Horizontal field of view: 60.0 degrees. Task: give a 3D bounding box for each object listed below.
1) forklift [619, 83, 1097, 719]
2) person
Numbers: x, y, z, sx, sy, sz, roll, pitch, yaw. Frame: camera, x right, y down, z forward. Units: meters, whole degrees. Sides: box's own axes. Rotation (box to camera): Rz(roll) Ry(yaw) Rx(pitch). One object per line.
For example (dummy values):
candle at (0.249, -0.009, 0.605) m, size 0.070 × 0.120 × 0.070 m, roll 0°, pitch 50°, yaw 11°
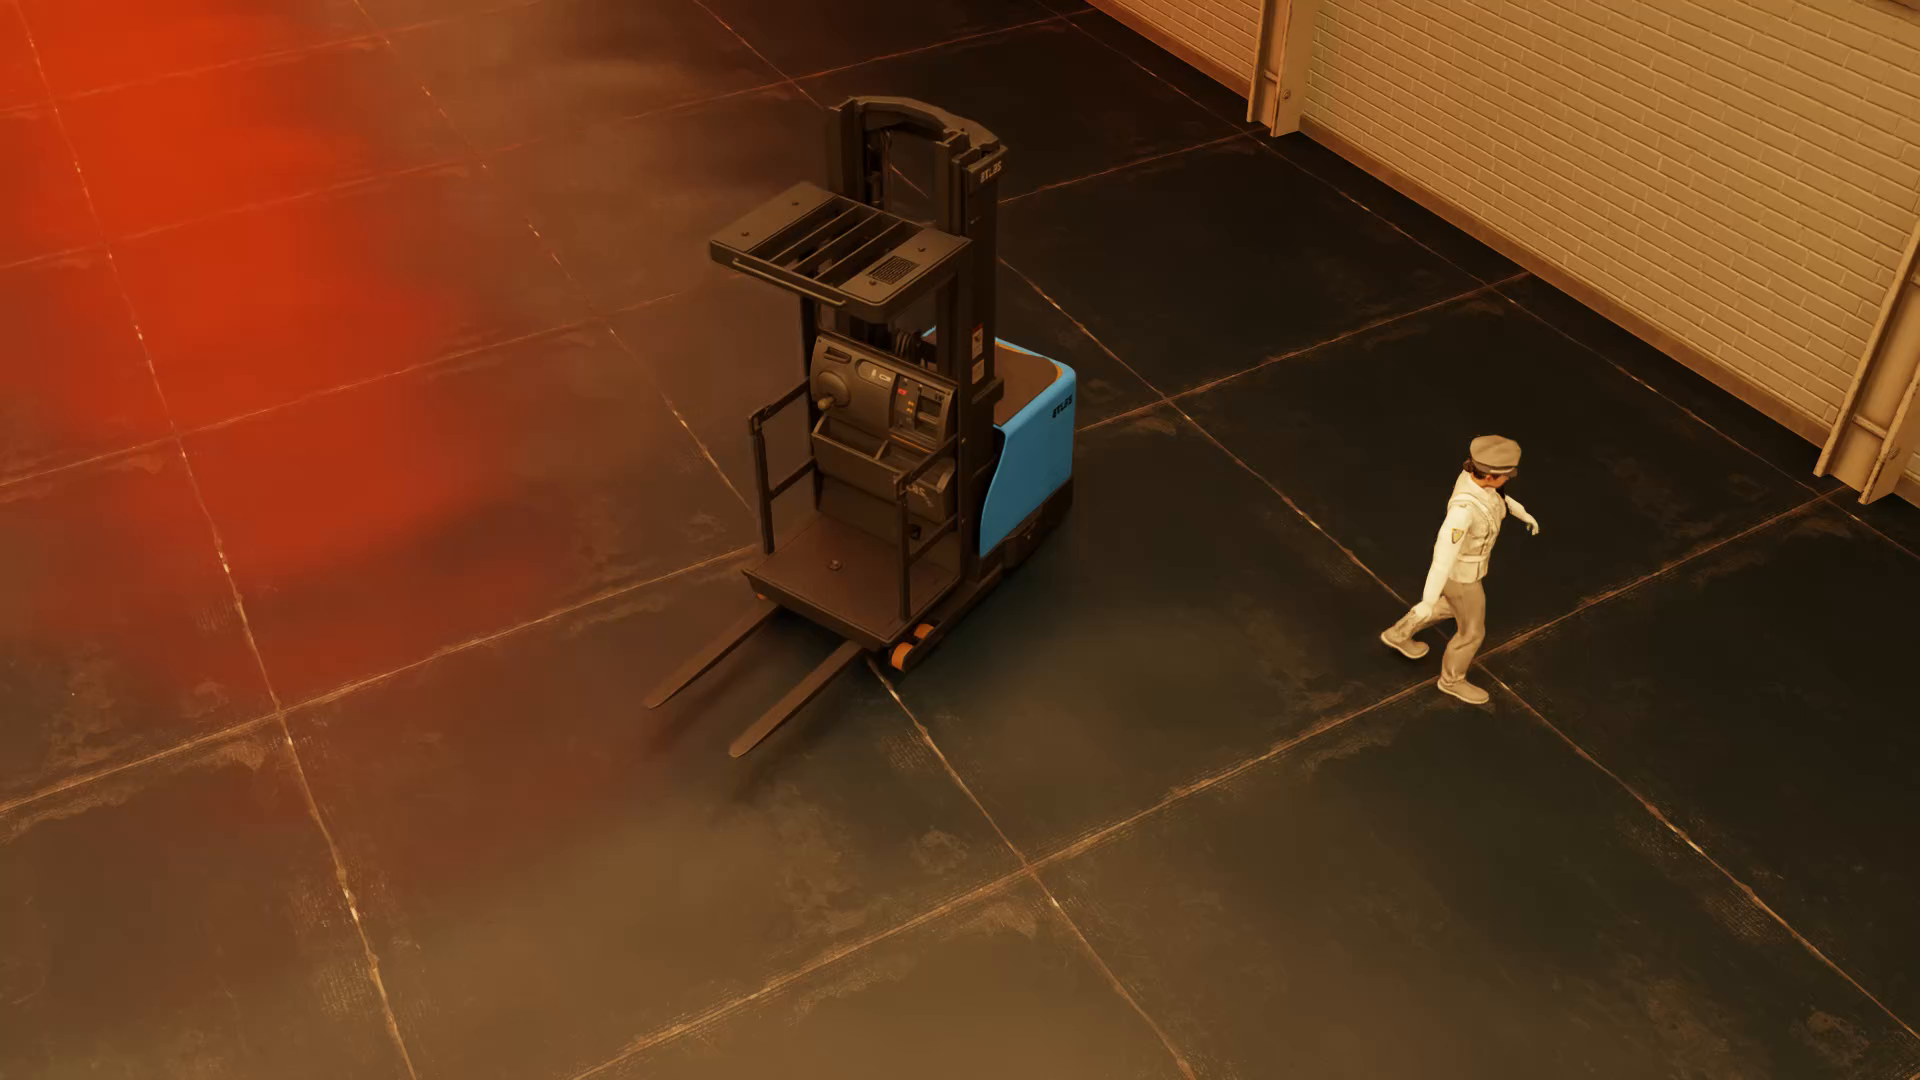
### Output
forklift at (-0.578, -0.835, 9.042) m, size 3.031 × 2.935 × 1.130 m, roll -32°, pitch 49°, yaw -33°
person at (2.915, 0.210, 8.801) m, size 0.450 × 1.671 × 0.599 m, roll 16°, pitch 42°, yaw 19°
